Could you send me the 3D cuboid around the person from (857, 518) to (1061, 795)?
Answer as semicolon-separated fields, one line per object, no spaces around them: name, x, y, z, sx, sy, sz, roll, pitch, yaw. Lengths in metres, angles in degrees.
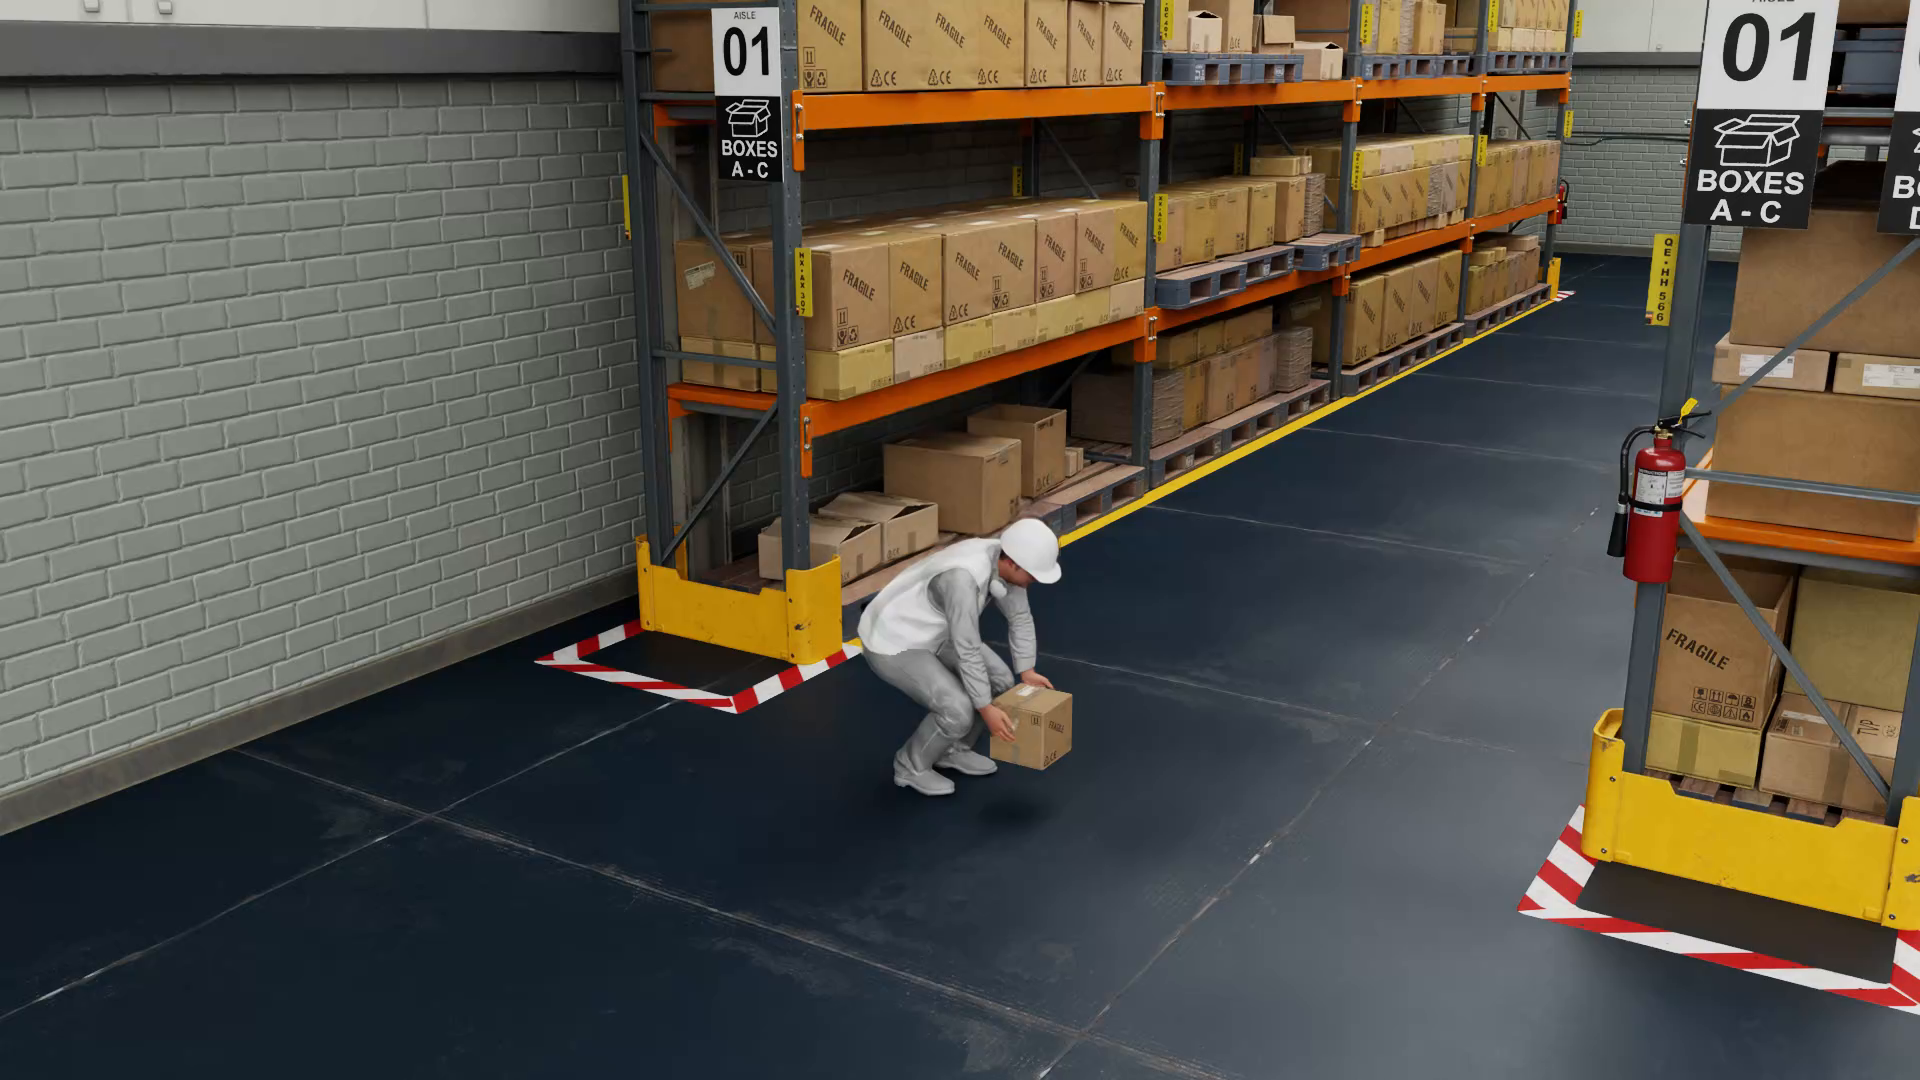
person;0.014;0.448;6.976;0.849;1.196;0.570;10;19;30
